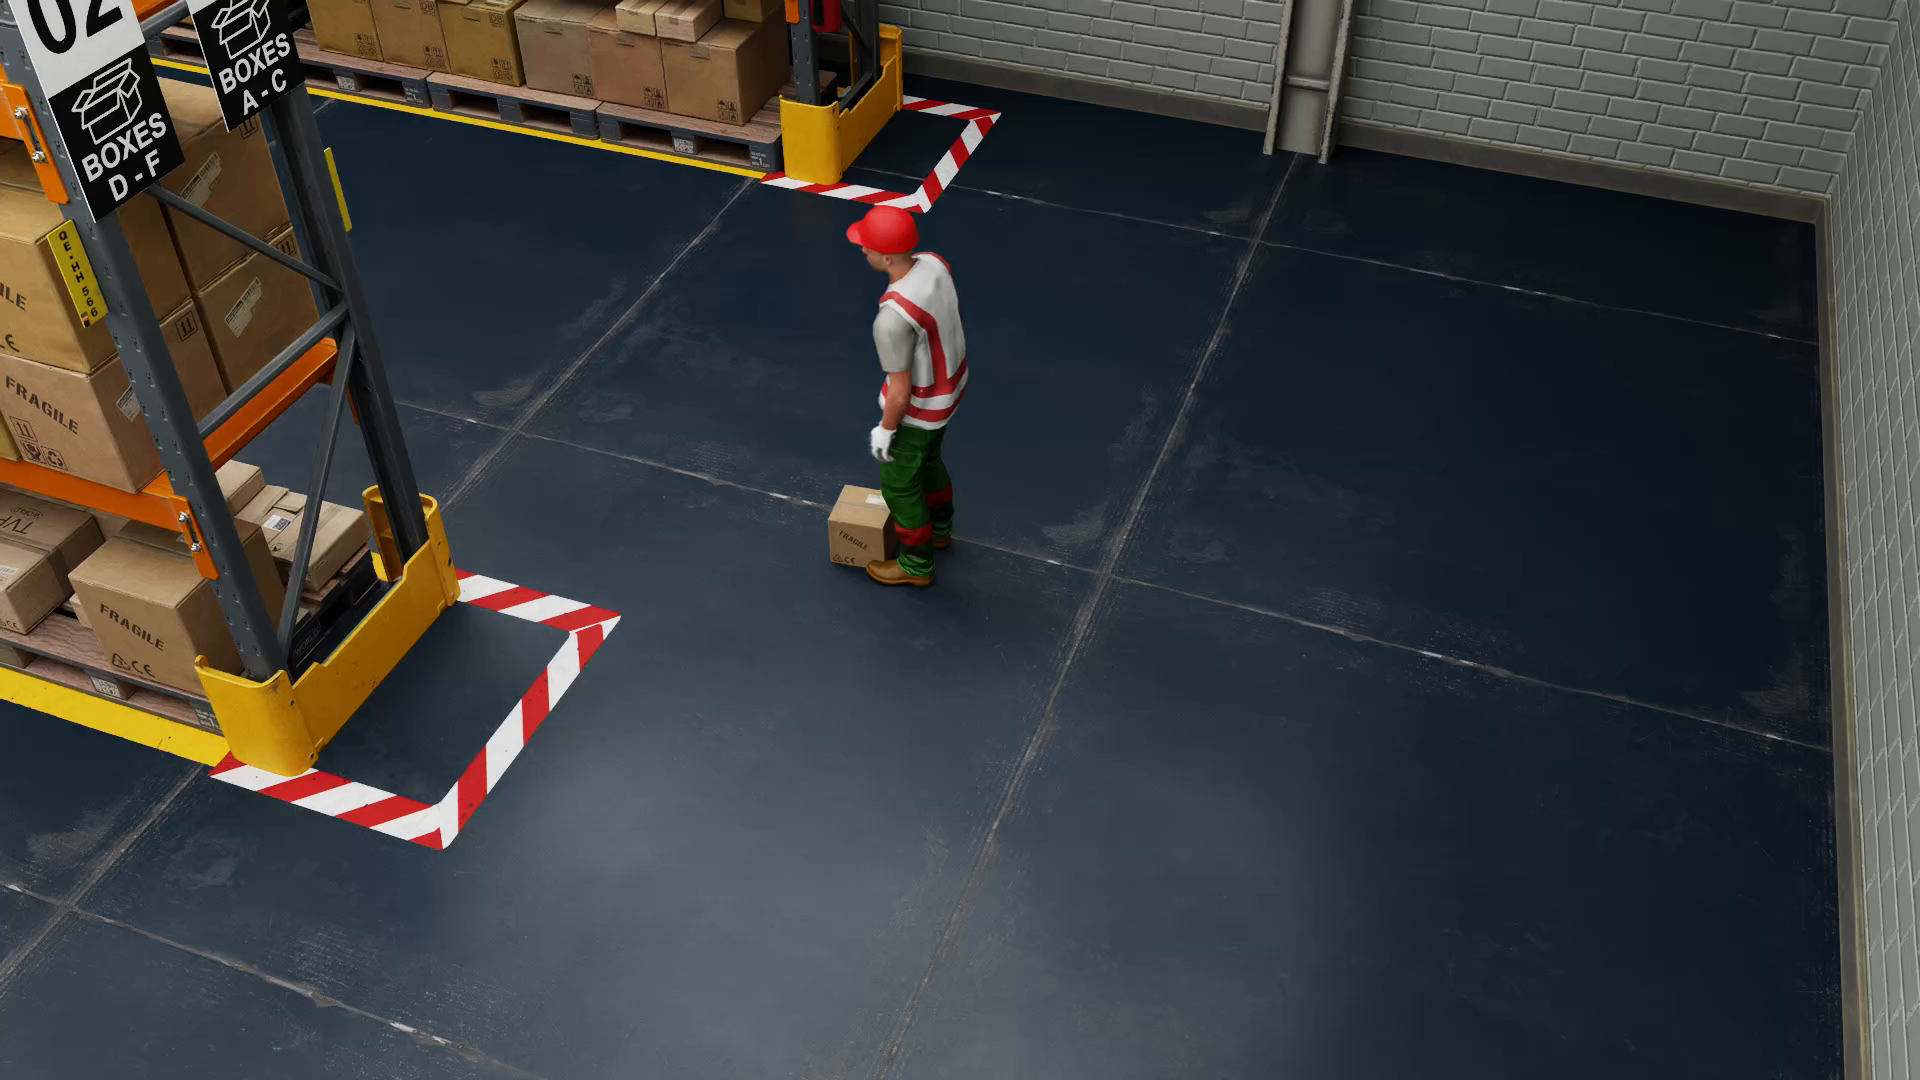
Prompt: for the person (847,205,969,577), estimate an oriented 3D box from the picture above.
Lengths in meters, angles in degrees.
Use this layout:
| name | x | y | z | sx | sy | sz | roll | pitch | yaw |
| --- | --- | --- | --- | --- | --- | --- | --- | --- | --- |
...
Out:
| name | x | y | z | sx | sy | sz | roll | pitch | yaw |
| --- | --- | --- | --- | --- | --- | --- | --- | --- | --- |
| person | -0.206 | -0.596 | 6.787 | 0.453 | 1.720 | 0.579 | 14 | 43 | 15 |
